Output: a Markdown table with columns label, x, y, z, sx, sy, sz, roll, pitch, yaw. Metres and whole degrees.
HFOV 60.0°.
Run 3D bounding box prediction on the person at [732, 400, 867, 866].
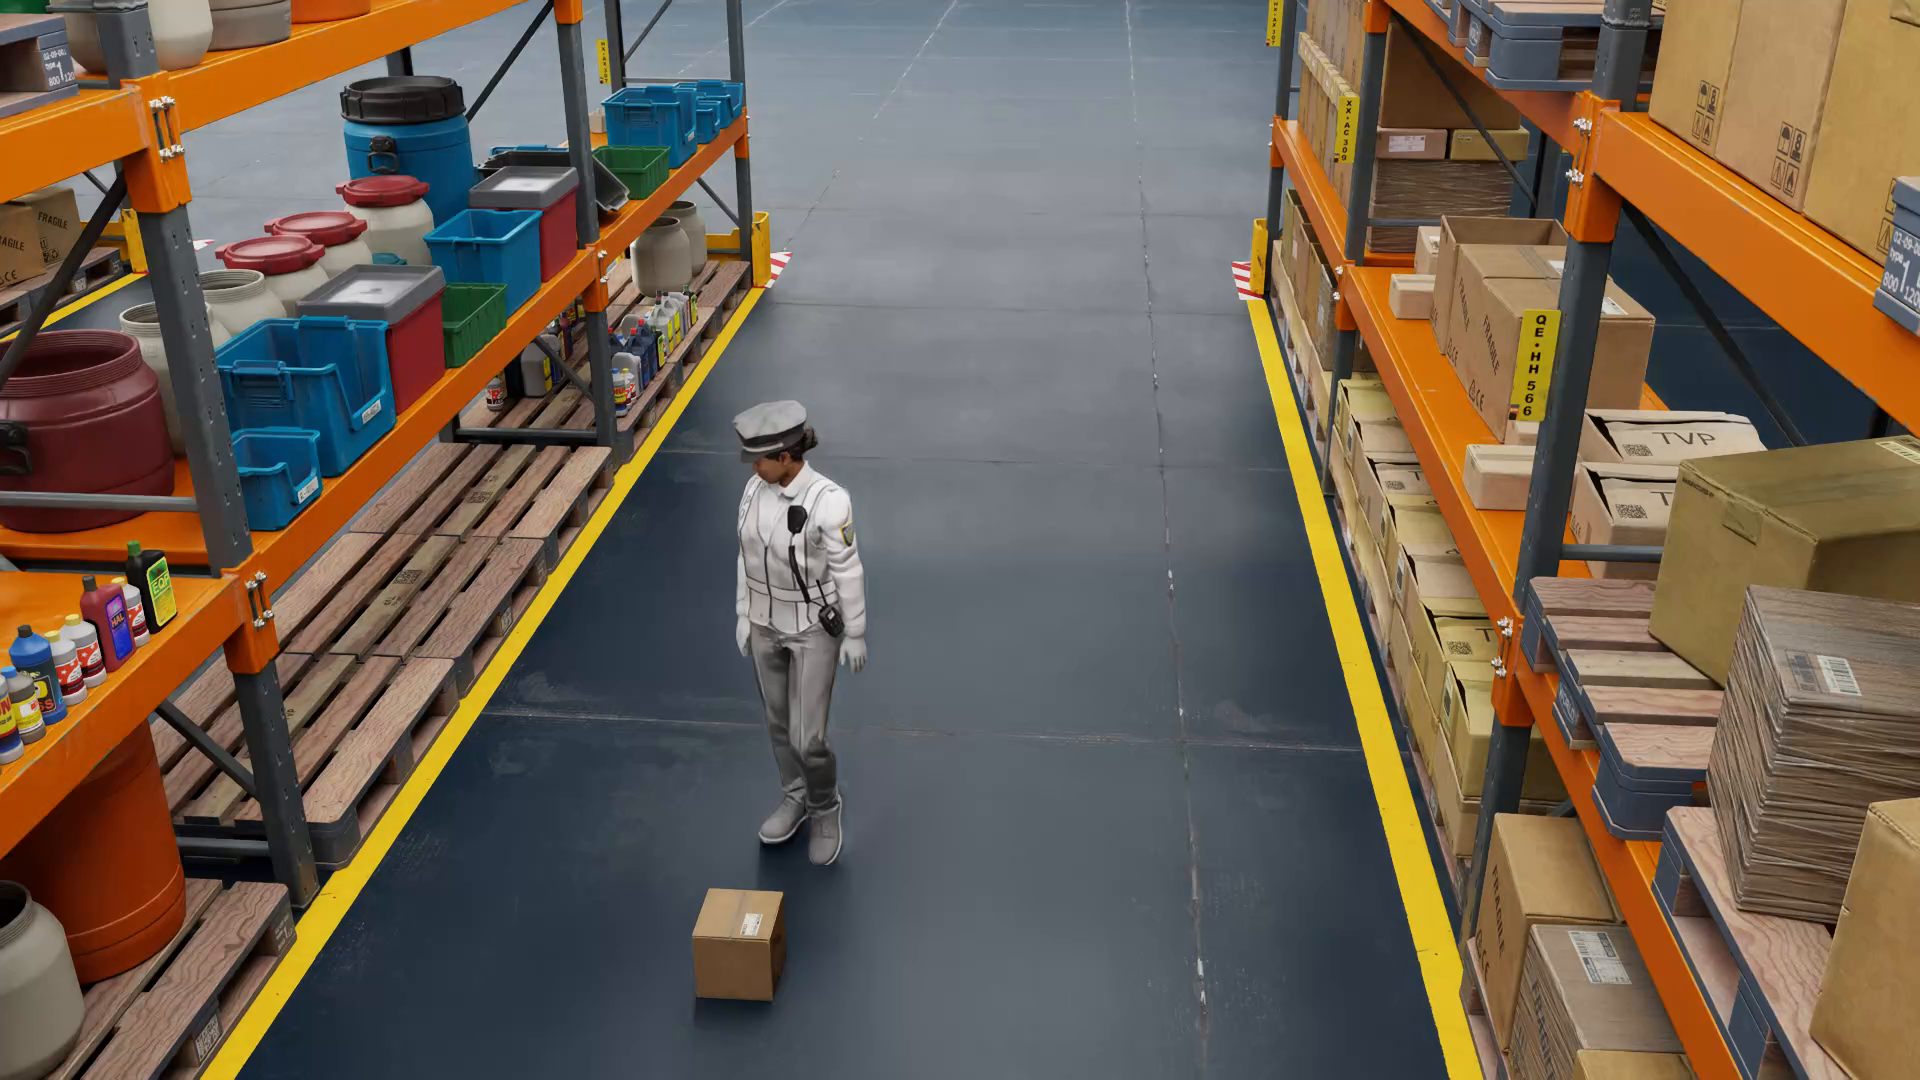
| label | x | y | z | sx | sy | sz | roll | pitch | yaw |
| --- | --- | --- | --- | --- | --- | --- | --- | --- | --- |
| person | -0.607 | 0.350 | 5.840 | 0.517 | 1.709 | 0.380 | 16 | 29 | 30 |
